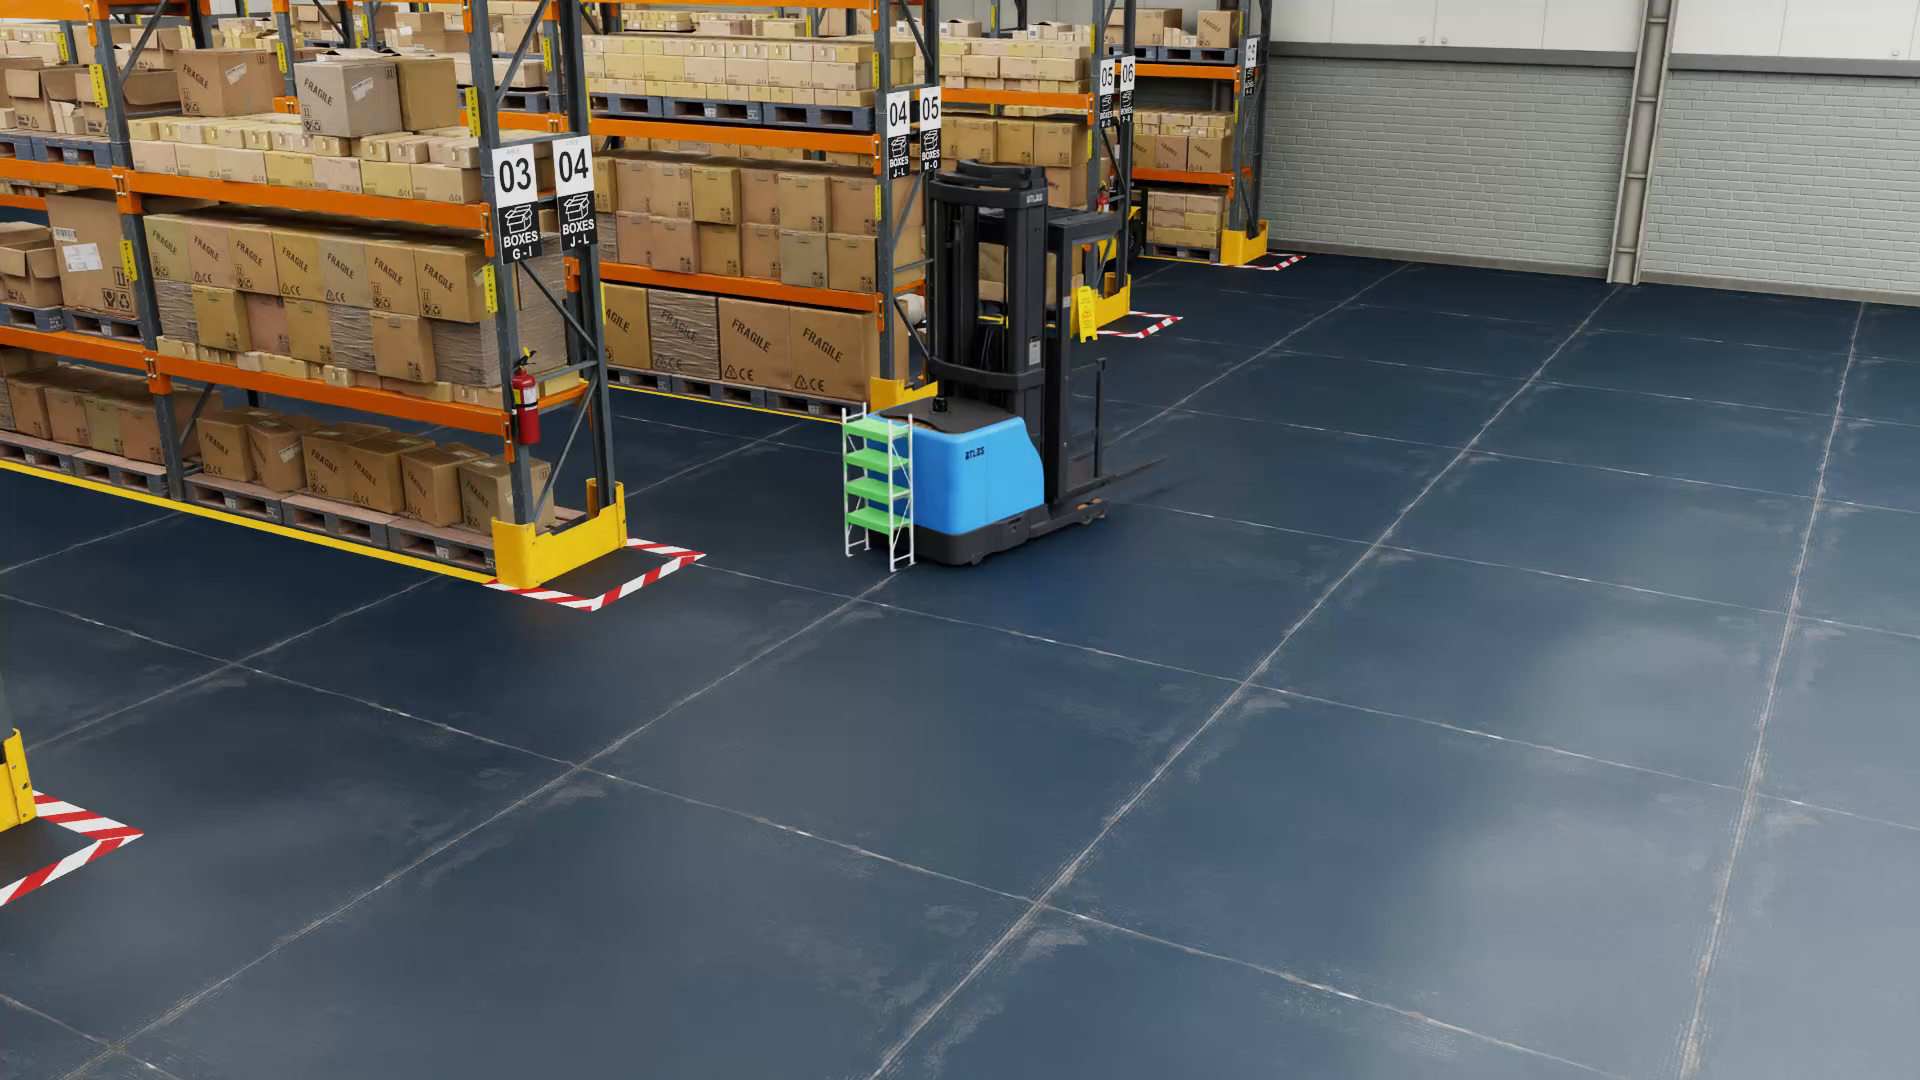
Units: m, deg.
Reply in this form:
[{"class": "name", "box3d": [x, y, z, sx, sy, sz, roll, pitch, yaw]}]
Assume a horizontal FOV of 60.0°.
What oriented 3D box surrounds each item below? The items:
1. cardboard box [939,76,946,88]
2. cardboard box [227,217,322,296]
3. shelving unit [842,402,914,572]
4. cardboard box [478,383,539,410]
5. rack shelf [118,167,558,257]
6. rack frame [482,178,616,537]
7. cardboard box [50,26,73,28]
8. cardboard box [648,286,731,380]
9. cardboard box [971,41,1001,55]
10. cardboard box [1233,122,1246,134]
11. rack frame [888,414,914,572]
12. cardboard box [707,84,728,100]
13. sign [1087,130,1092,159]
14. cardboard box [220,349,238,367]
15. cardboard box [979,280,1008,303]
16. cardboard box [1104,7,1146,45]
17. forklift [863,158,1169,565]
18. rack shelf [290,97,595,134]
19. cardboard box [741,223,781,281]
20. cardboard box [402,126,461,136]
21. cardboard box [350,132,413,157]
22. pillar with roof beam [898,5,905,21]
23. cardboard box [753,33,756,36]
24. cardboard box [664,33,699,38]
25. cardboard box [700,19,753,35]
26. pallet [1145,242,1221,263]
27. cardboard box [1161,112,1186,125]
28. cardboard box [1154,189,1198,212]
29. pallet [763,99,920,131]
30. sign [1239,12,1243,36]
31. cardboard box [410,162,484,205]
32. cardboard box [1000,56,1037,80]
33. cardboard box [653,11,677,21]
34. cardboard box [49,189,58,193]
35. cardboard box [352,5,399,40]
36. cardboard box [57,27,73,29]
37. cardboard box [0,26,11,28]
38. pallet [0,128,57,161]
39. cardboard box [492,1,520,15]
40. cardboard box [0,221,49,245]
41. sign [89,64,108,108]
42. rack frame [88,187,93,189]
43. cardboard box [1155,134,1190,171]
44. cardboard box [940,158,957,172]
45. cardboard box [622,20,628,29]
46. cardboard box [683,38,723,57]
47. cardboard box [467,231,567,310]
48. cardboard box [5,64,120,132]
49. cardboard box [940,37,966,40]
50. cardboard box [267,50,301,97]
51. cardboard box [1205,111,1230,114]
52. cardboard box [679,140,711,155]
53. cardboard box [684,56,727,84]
[{"class": "cardboard box", "box3d": [-0.159, -5.751, 20.790, 0.250, 0.149, 0.380, 11, 23, 28]}, {"class": "cardboard box", "box3d": [-5.351, -2.231, 13.067, 0.500, 0.500, 0.500, 11, 23, 27]}, {"class": "shelving unit", "box3d": [-0.626, -0.405, 12.722, 0.503, 1.200, 0.258, 17, 26, 39]}, {"class": "cardboard box", "box3d": [-3.350, -1.093, 12.348, 0.250, 0.149, 0.380, 11, 23, 27]}, {"class": "rack shelf", "box3d": [-4.747, -2.630, 12.872, 4.000, 0.370, 1.077, 11, 23, 27]}, {"class": "rack frame", "box3d": [-3.001, -1.225, 12.344, 0.127, 3.000, 1.000, 11, 23, 27]}, {"class": "cardboard box", "box3d": [-11.779, -6.700, 21.940, 0.250, 0.149, 0.380, 10, 22, 26]}, {"class": "cardboard box", "box3d": [-2.682, -2.275, 17.737, 0.875, 0.875, 0.875, 11, 23, 28]}, {"class": "cardboard box", "box3d": [0.333, -6.054, 20.455, 0.250, 0.149, 0.380, 10, 22, 26]}, {"class": "cardboard box", "box3d": [4.080, -6.139, 24.794, 0.250, 0.149, 0.380, 10, 22, 26]}, {"class": "rack frame", "box3d": [-0.445, -0.349, 12.568, 0.015, 1.200, 0.240, 17, 26, 39]}, {"class": "cardboard box", "box3d": [-2.281, -4.430, 16.385, 0.250, 0.149, 0.380, 11, 23, 28]}, {"class": "sign", "box3d": [1.544, -4.707, 19.780, 0.005, 0.325, 0.100, 11, 23, 27]}, {"class": "cardboard box", "box3d": [-5.786, -1.530, 13.552, 0.250, 0.149, 0.380, 11, 23, 27]}, {"class": "cardboard box", "box3d": [0.547, -3.223, 21.268, 0.500, 0.250, 0.500, 11, 23, 27]}, {"class": "cardboard box", "box3d": [2.407, -7.667, 24.789, 0.637, 0.503, 0.797, 12, 23, 29]}, {"class": "forklift", "box3d": [0.594, -1.607, 13.497, 1.130, 2.935, 3.031, 17, 26, 39]}, {"class": "rack shelf", "box3d": [-5.732, -4.755, 18.731, 4.000, 0.370, 1.077, 11, 23, 27]}, {"class": "cardboard box", "box3d": [-1.758, -3.019, 17.070, 0.550, 0.550, 0.875, 11, 23, 27]}, {"class": "cardboard box", "box3d": [-4.001, -3.052, 12.618, 0.250, 0.149, 0.380, 11, 23, 27]}, {"class": "cardboard box", "box3d": [-4.244, -2.910, 12.224, 0.250, 0.149, 0.380, 11, 23, 28]}, {"class": "pillar with roof beam", "box3d": [-3.256, -8.574, 23.806, 0.400, 9.000, 9.100, 11, 23, 27]}, {"class": "cardboard box", "box3d": [-3.301, -8.337, 27.771, 0.500, 0.250, 0.500, 10, 22, 26]}, {"class": "cardboard box", "box3d": [-2.854, -5.170, 17.257, 0.250, 0.149, 0.380, 11, 23, 28]}, {"class": "cardboard box", "box3d": [-3.130, -6.834, 22.279, 0.500, 0.250, 0.500, 11, 23, 28]}, {"class": "pallet", "box3d": [3.561, -4.458, 25.345, 1.213, 0.211, 1.003, 11, 23, 27]}, {"class": "cardboard box", "box3d": [3.181, -6.273, 24.726, 0.250, 0.149, 0.380, 11, 23, 28]}, {"class": "cardboard box", "box3d": [3.247, -5.096, 24.964, 0.500, 0.250, 0.500, 11, 23, 28]}, {"class": "pallet", "box3d": [-1.147, -4.174, 16.204, 1.213, 0.211, 1.003, 11, 23, 27]}, {"class": "sign", "box3d": [3.973, -7.284, 23.465, 0.005, 0.325, 0.100, 11, 23, 27]}, {"class": "cardboard box", "box3d": [-3.546, -2.570, 11.871, 0.500, 0.250, 0.500, 11, 23, 29]}, {"class": "cardboard box", "box3d": [0.822, -5.748, 20.197, 0.500, 0.250, 0.500, 10, 22, 27]}, {"class": "cardboard box", "box3d": [-5.022, -8.952, 28.415, 0.250, 0.149, 0.380, 11, 23, 28]}, {"class": "cardboard box", "box3d": [-11.816, -4.613, 22.052, 0.250, 0.149, 0.380, 12, 23, 29]}, {"class": "cardboard box", "box3d": [-9.055, -8.033, 25.804, 0.500, 0.500, 0.500, 11, 23, 28]}, {"class": "cardboard box", "box3d": [-11.574, -6.643, 21.784, 0.250, 0.149, 0.380, 11, 22, 27]}, {"class": "cardboard box", "box3d": [-12.518, -6.621, 21.722, 0.250, 0.149, 0.380, 11, 22, 27]}, {"class": "pallet", "box3d": [-7.887, -3.518, 14.542, 1.003, 0.211, 1.213, 11, 23, 27]}, {"class": "cardboard box", "box3d": [-8.124, -9.629, 30.164, 0.500, 0.250, 0.500, 11, 23, 29]}, {"class": "cardboard box", "box3d": [-8.958, -2.659, 15.535, 0.500, 0.500, 0.700, 15, 25, 35]}, {"class": "sign", "box3d": [-6.761, -3.563, 13.054, 0.005, 0.325, 0.100, 11, 23, 27]}, {"class": "rack frame", "box3d": [-10.970, -4.681, 21.870, 0.127, 3.000, 1.000, 11, 23, 27]}, {"class": "cardboard box", "box3d": [3.243, -5.794, 24.791, 0.500, 0.500, 0.500, 12, 23, 29]}, {"class": "cardboard box", "box3d": [-0.079, -4.629, 21.146, 0.500, 0.500, 0.500, 11, 23, 28]}, {"class": "cardboard box", "box3d": [-5.682, -8.951, 28.851, 0.250, 0.149, 0.380, 11, 23, 28]}, {"class": "cardboard box", "box3d": [-2.506, -4.847, 16.366, 0.250, 0.149, 0.380, 11, 23, 27]}, {"class": "cardboard box", "box3d": [-3.348, -2.055, 12.582, 0.500, 0.500, 0.500, 11, 23, 27]}, {"class": "cardboard box", "box3d": [-7.678, -3.811, 14.305, 0.637, 0.503, 0.797, 12, 23, 29]}, {"class": "cardboard box", "box3d": [-0.111, -6.324, 21.201, 0.250, 0.149, 0.380, 11, 23, 28]}, {"class": "cardboard box", "box3d": [-8.100, -5.492, 19.561, 0.500, 0.500, 0.500, 11, 23, 27]}, {"class": "cardboard box", "box3d": [3.859, -6.328, 24.877, 0.250, 0.149, 0.380, 12, 23, 29]}, {"class": "cardboard box", "box3d": [-3.514, -5.490, 22.903, 0.500, 0.500, 0.500, 10, 22, 25]}, {"class": "cardboard box", "box3d": [-2.371, -4.658, 16.431, 0.500, 0.250, 0.500, 11, 23, 28]}]
